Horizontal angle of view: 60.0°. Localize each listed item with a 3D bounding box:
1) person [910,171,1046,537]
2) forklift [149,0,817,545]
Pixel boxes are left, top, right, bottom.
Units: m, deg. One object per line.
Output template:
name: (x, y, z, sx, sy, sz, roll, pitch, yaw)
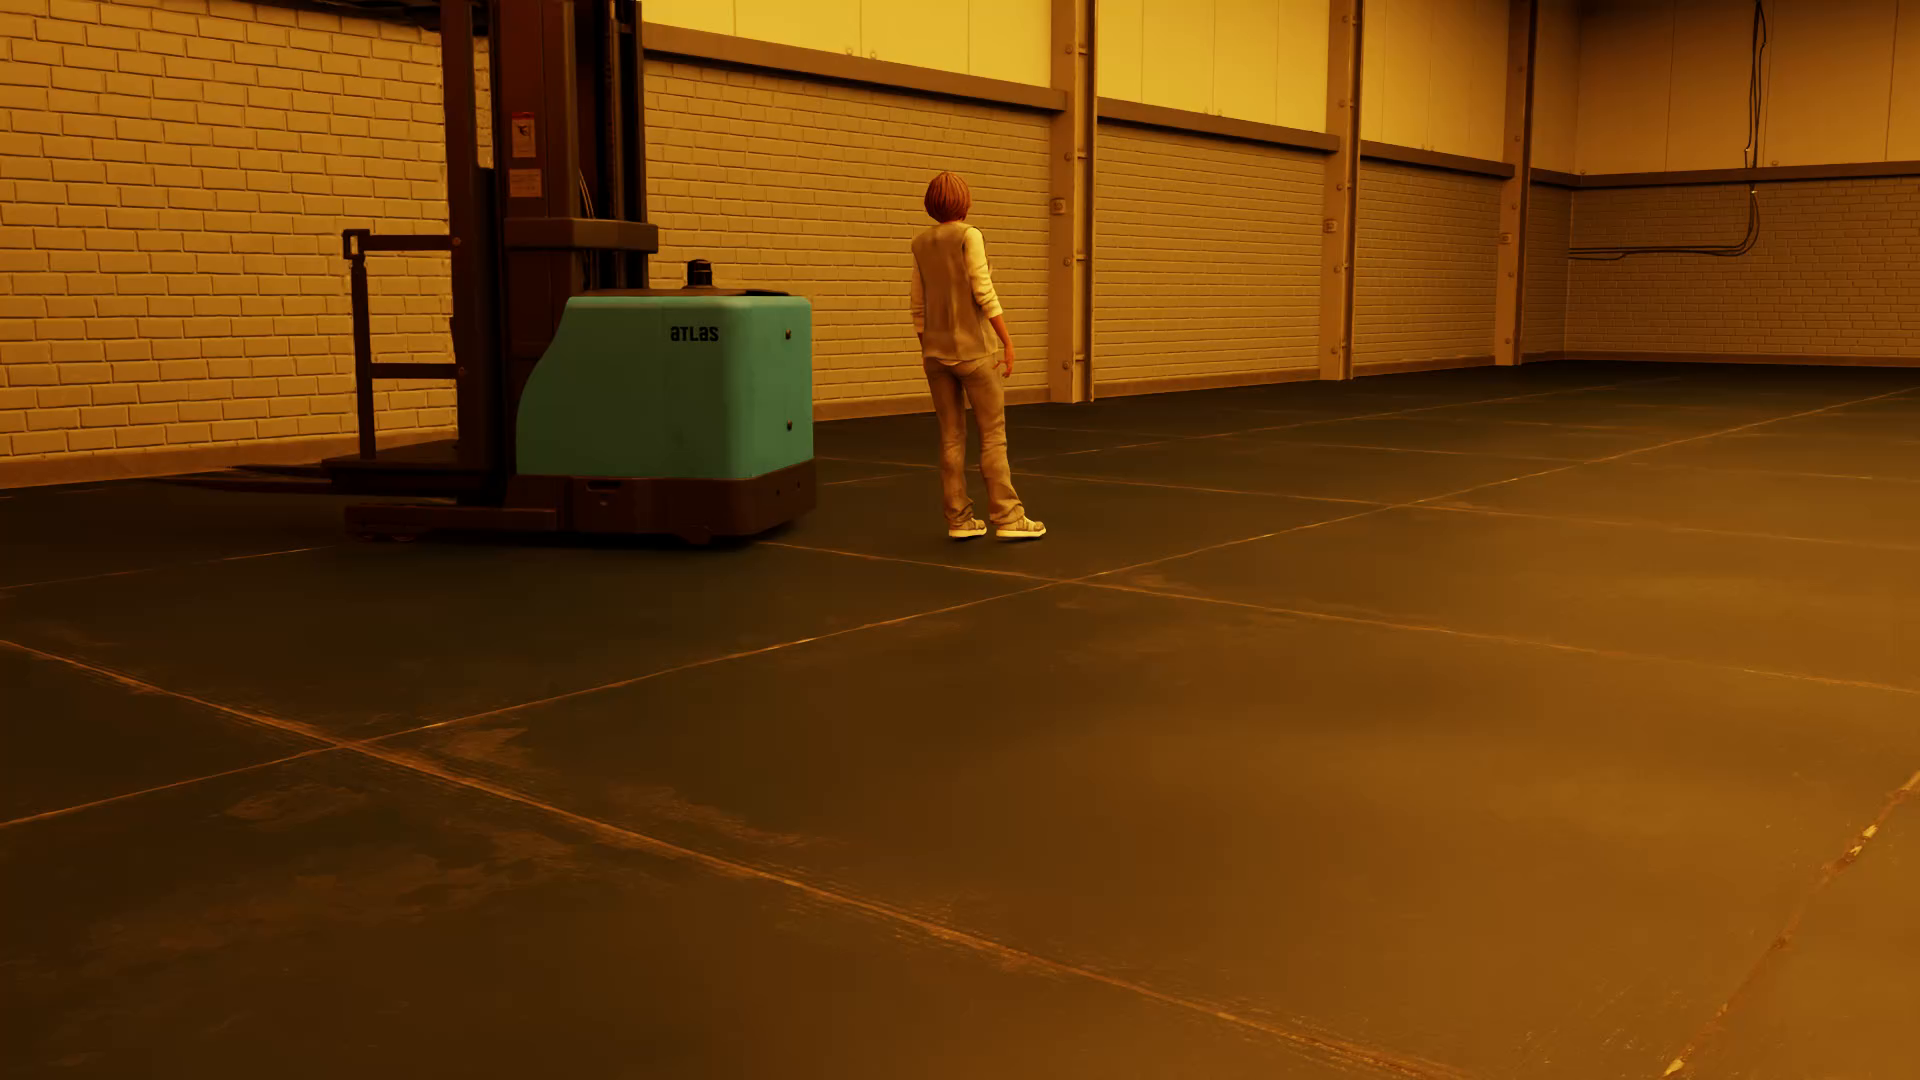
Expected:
person: (0.058, -0.804, 7.338, 0.520, 1.600, 0.472, 7, 11, 38)
forklift: (-2.254, -1.513, 7.620, 3.031, 2.935, 1.130, 2, 9, 12)
